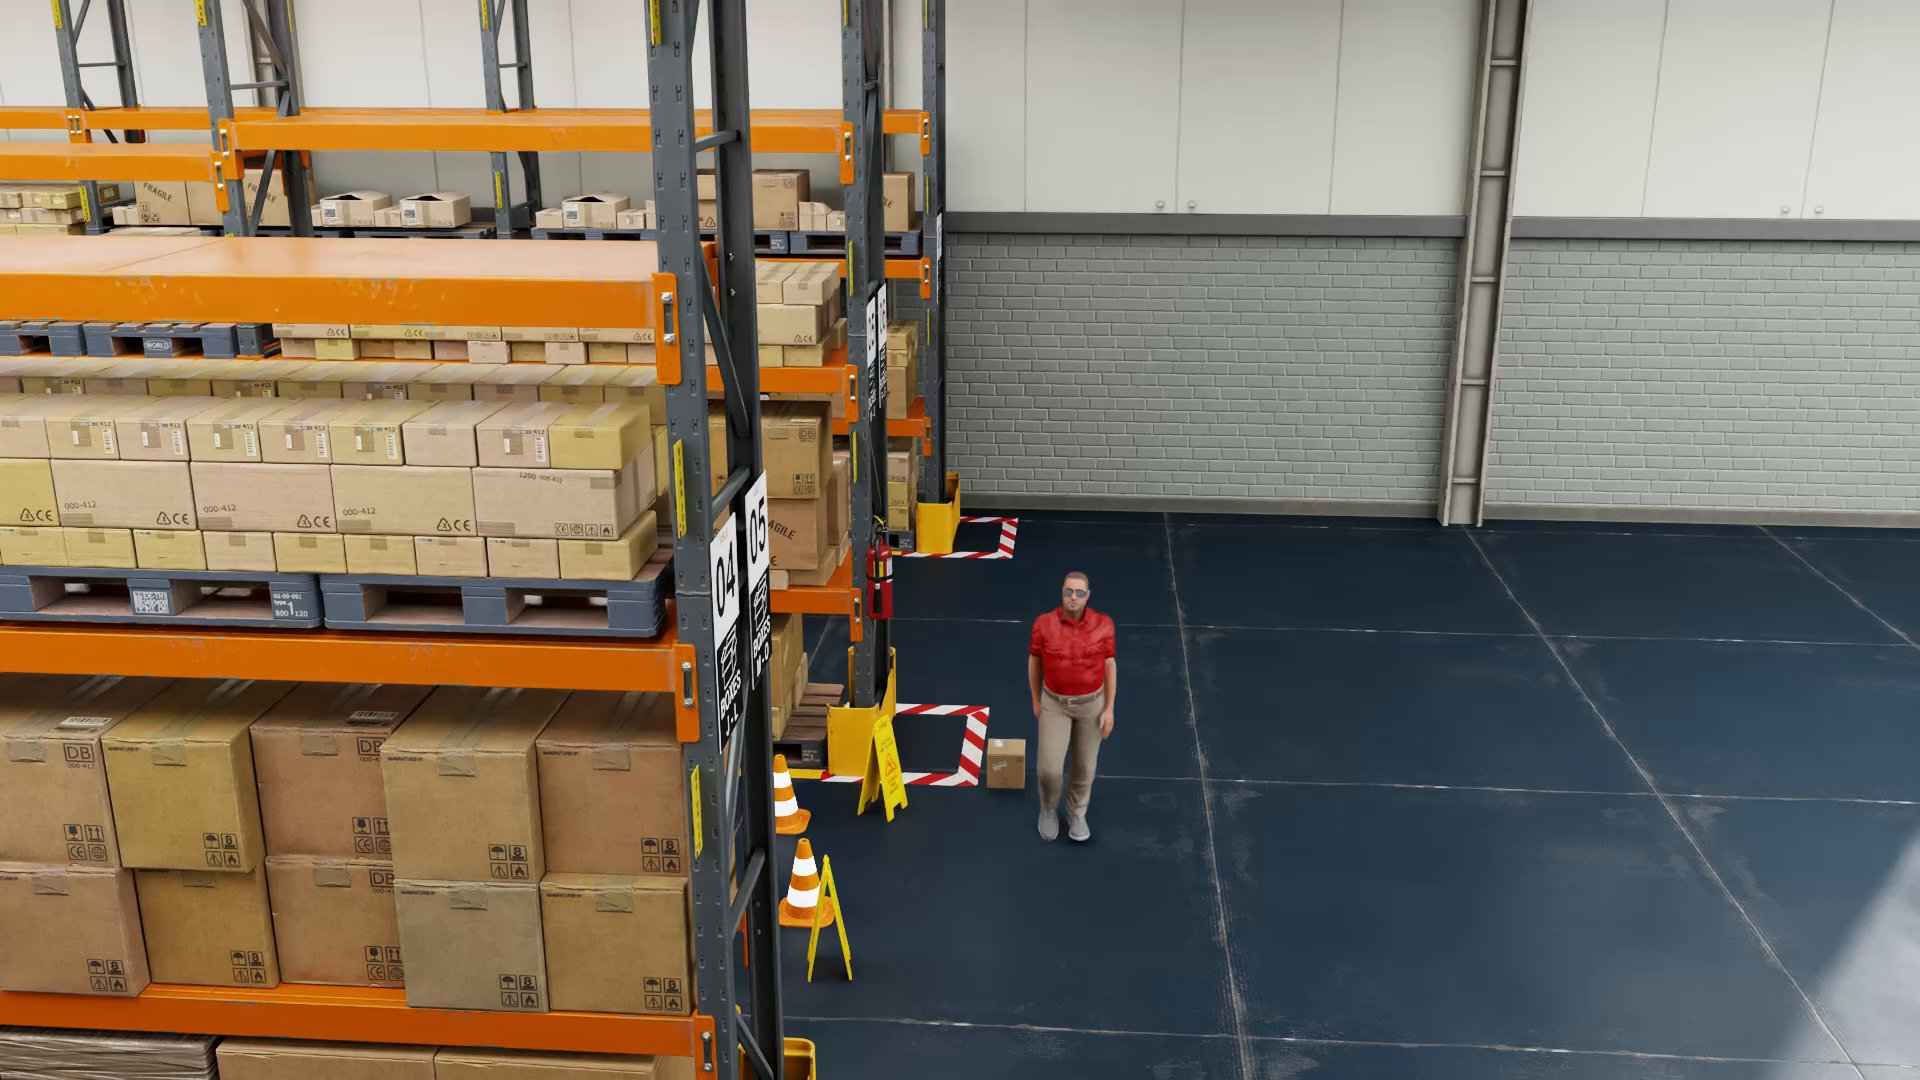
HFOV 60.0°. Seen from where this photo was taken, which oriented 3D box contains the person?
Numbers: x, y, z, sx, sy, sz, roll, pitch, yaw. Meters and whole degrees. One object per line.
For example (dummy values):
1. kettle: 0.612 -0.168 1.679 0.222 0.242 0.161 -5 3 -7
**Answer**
1. person: 0.693 1.059 10.191 0.528 1.753 0.447 -1 17 -2
